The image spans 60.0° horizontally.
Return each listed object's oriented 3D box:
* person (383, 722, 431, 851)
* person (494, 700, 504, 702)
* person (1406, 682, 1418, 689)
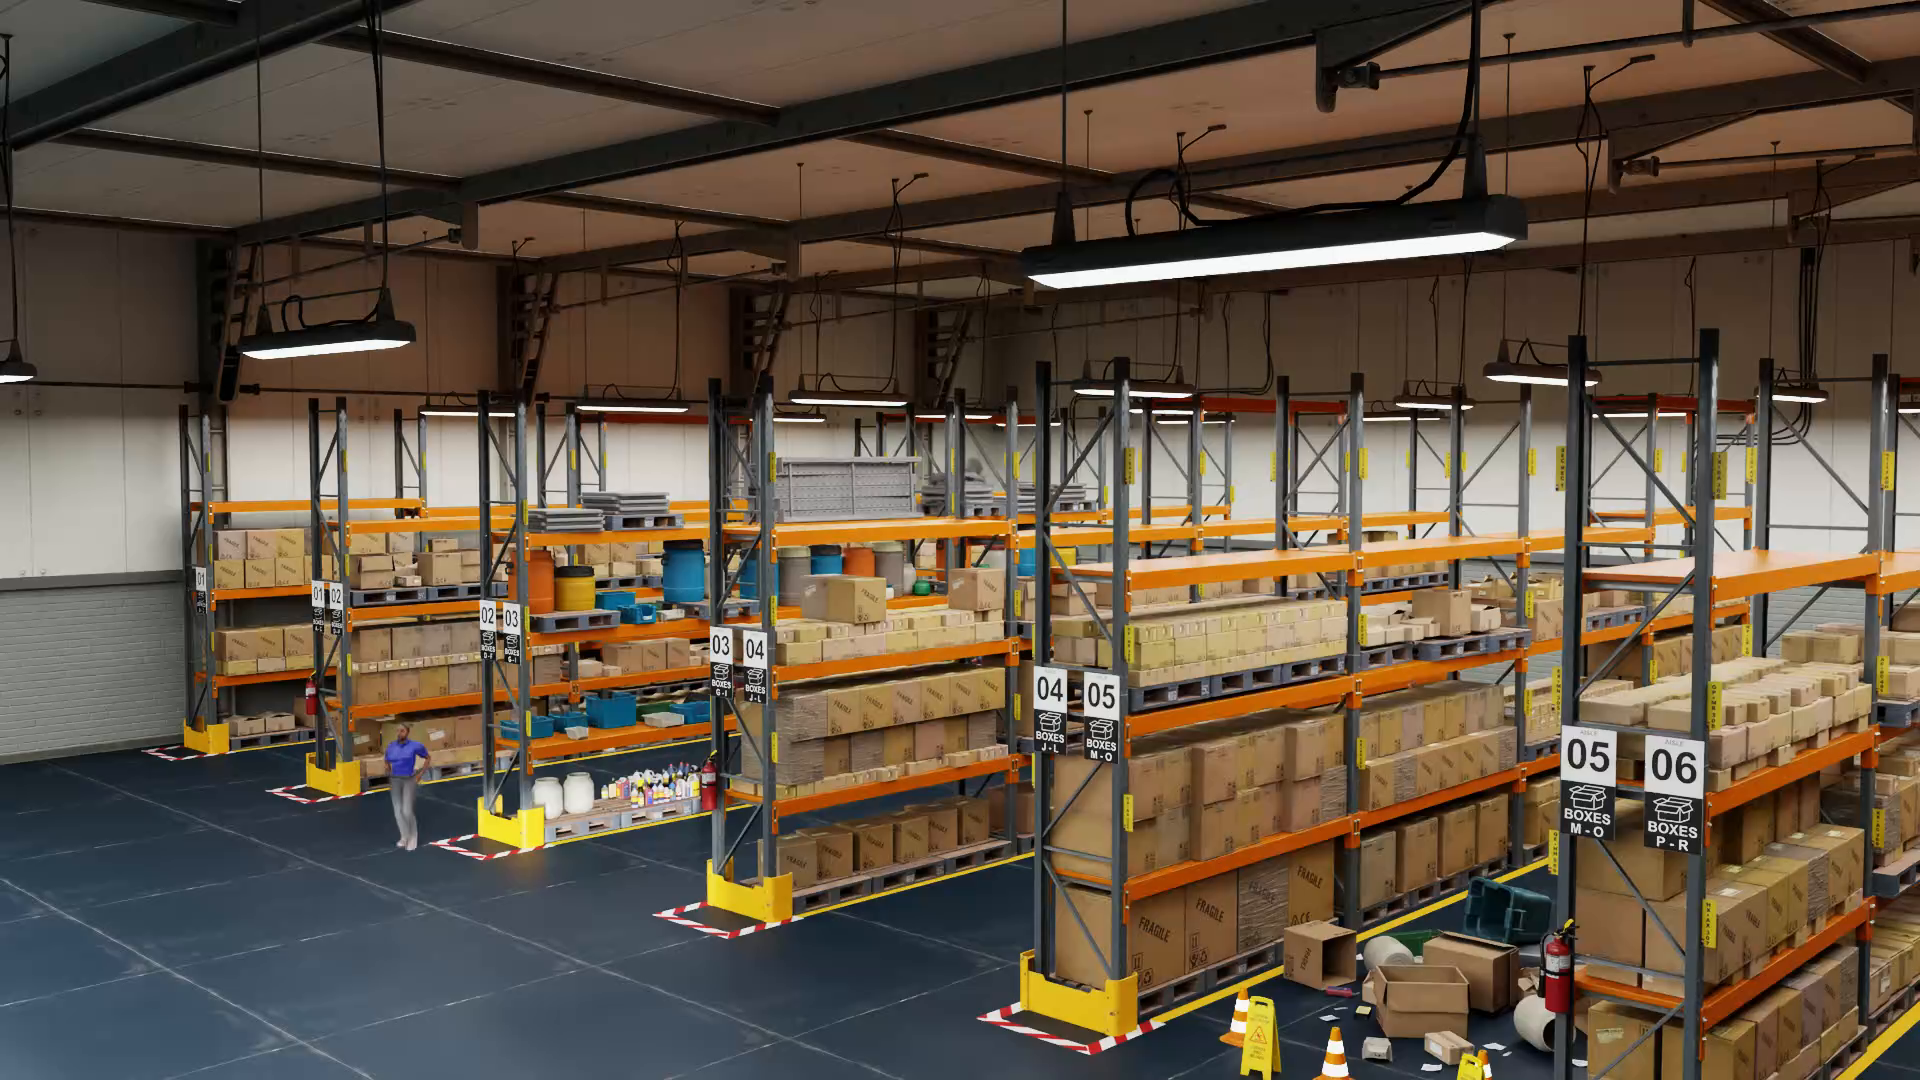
[{"bbox_3d":[-7.217,3.222,21.589,0.574,1.686,0.619,0,3,3],"label":"person"},{"bbox_3d":[-8.286,2.715,29.841,0.690,1.755,0.812,2,4,33],"label":"person"},{"bbox_3d":[7.102,3.005,26.089,0.547,1.588,0.669,3,4,44],"label":"person"}]
